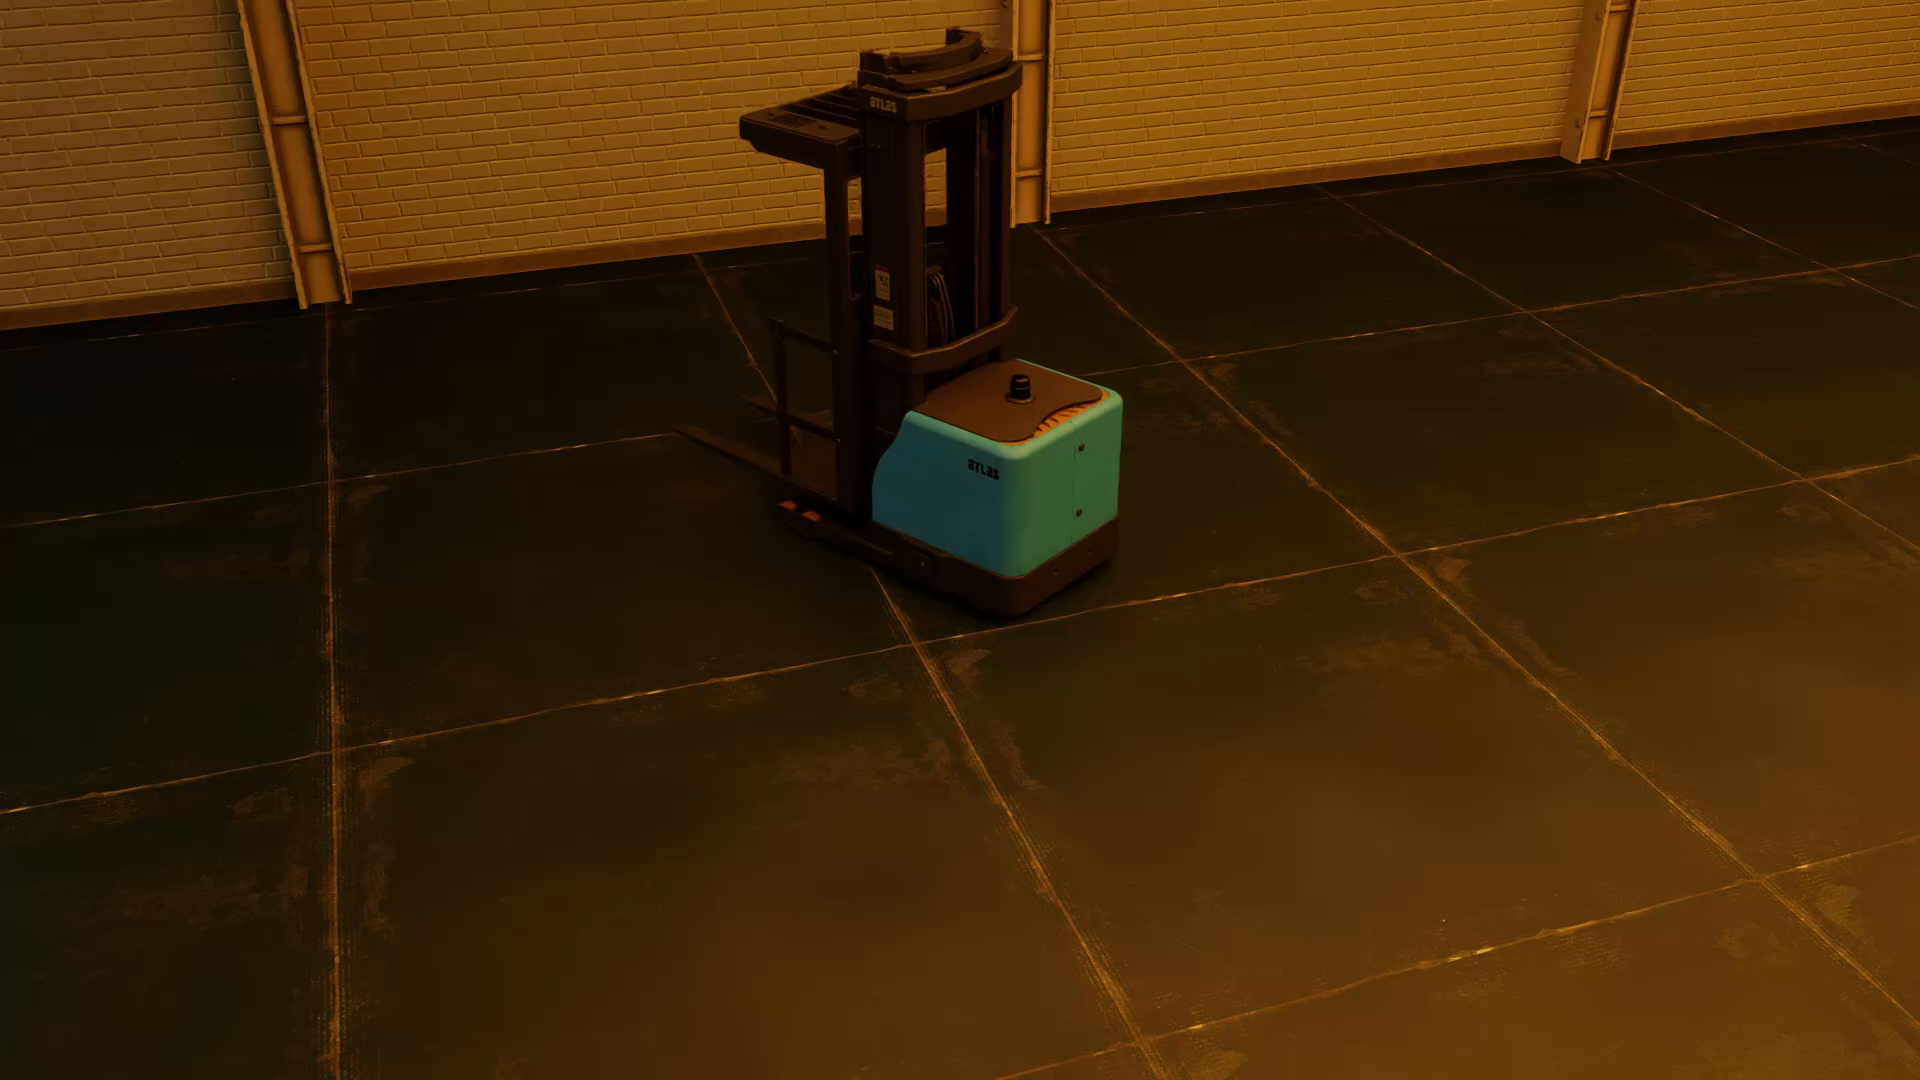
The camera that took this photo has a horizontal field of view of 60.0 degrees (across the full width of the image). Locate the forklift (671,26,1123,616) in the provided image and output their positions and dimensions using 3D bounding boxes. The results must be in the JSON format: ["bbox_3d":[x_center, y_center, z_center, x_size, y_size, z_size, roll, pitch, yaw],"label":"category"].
[{"bbox_3d":[-0.520,-1.457,9.619,3.031,2.935,1.130,23,37,34],"label":"forklift"}]
